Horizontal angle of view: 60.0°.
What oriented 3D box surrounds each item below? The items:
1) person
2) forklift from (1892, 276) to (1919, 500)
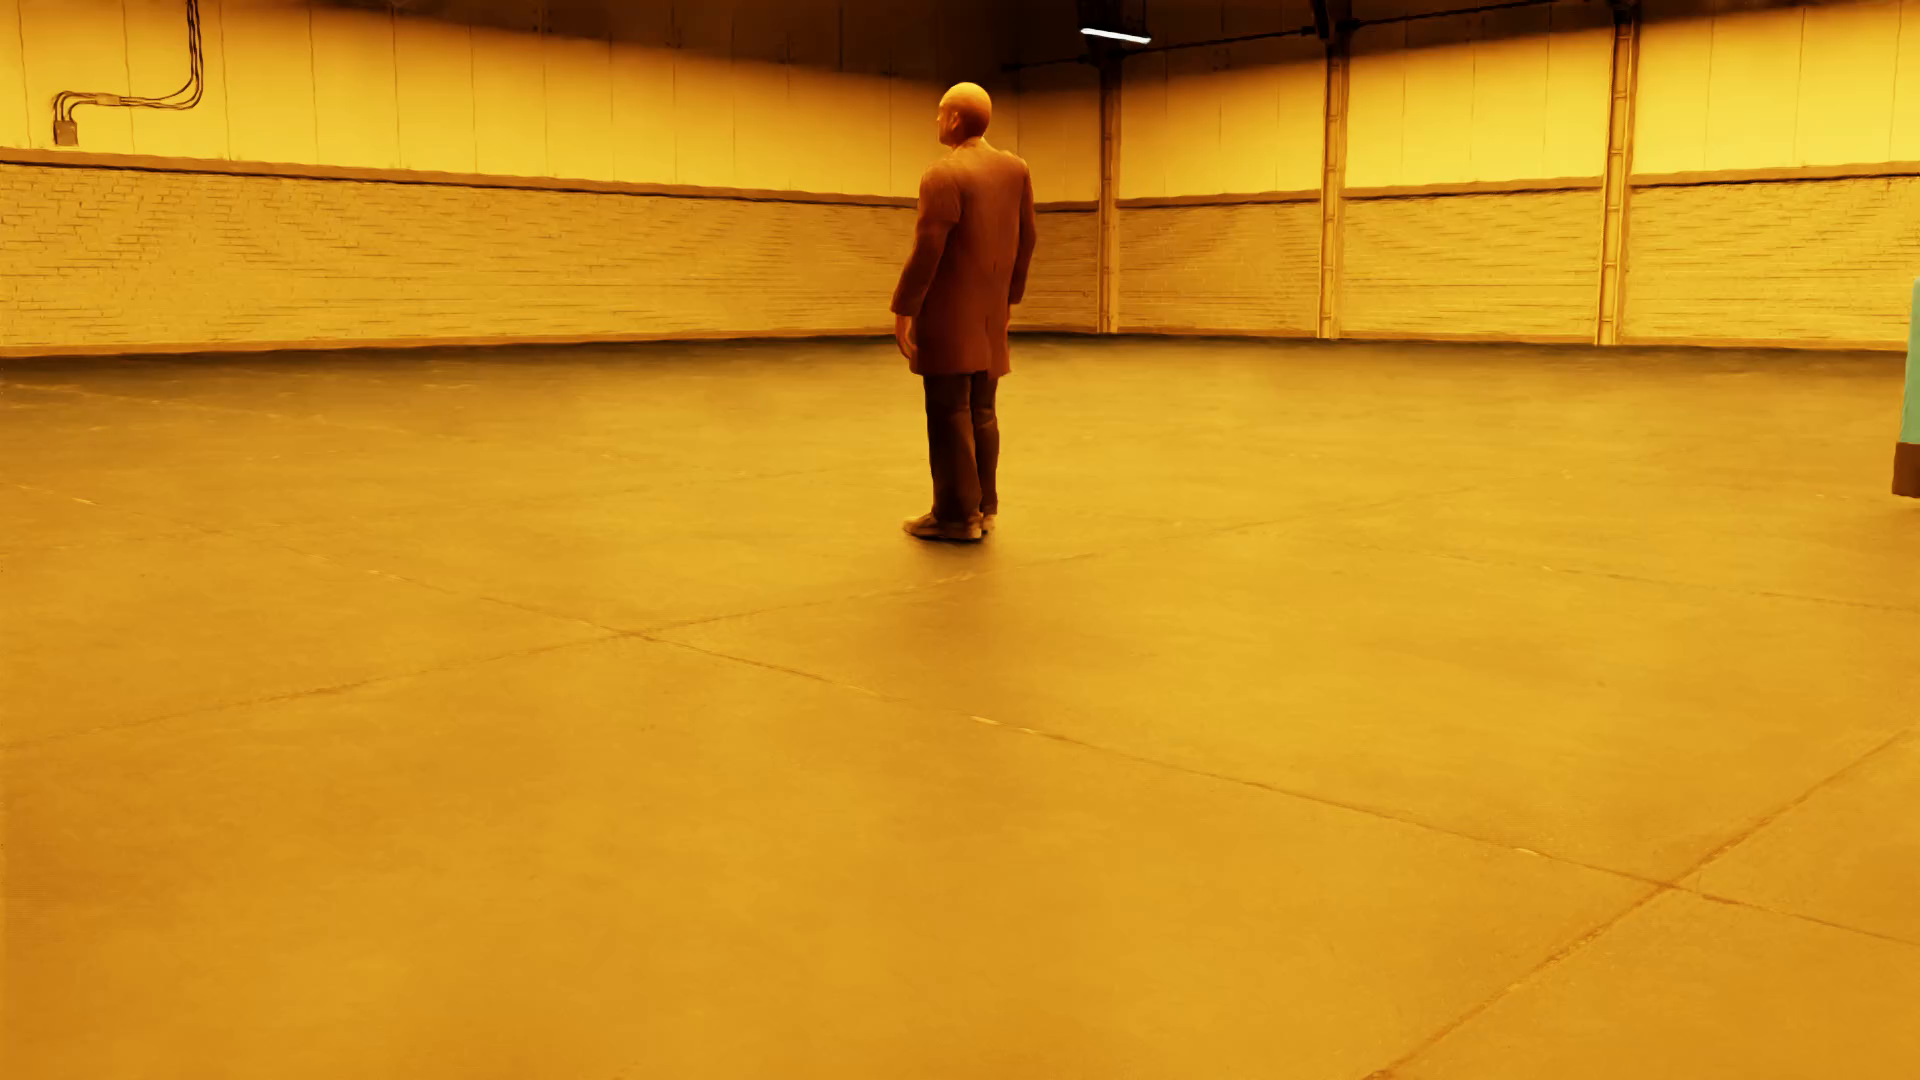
[{"bbox_3d":[-0.062,-0.896,6.650,0.580,1.776,0.694,8,12,43],"label":"person"},{"bbox_3d":[5.835,-1.547,7.148,3.031,2.935,1.130,-1,9,-6],"label":"forklift"}]
